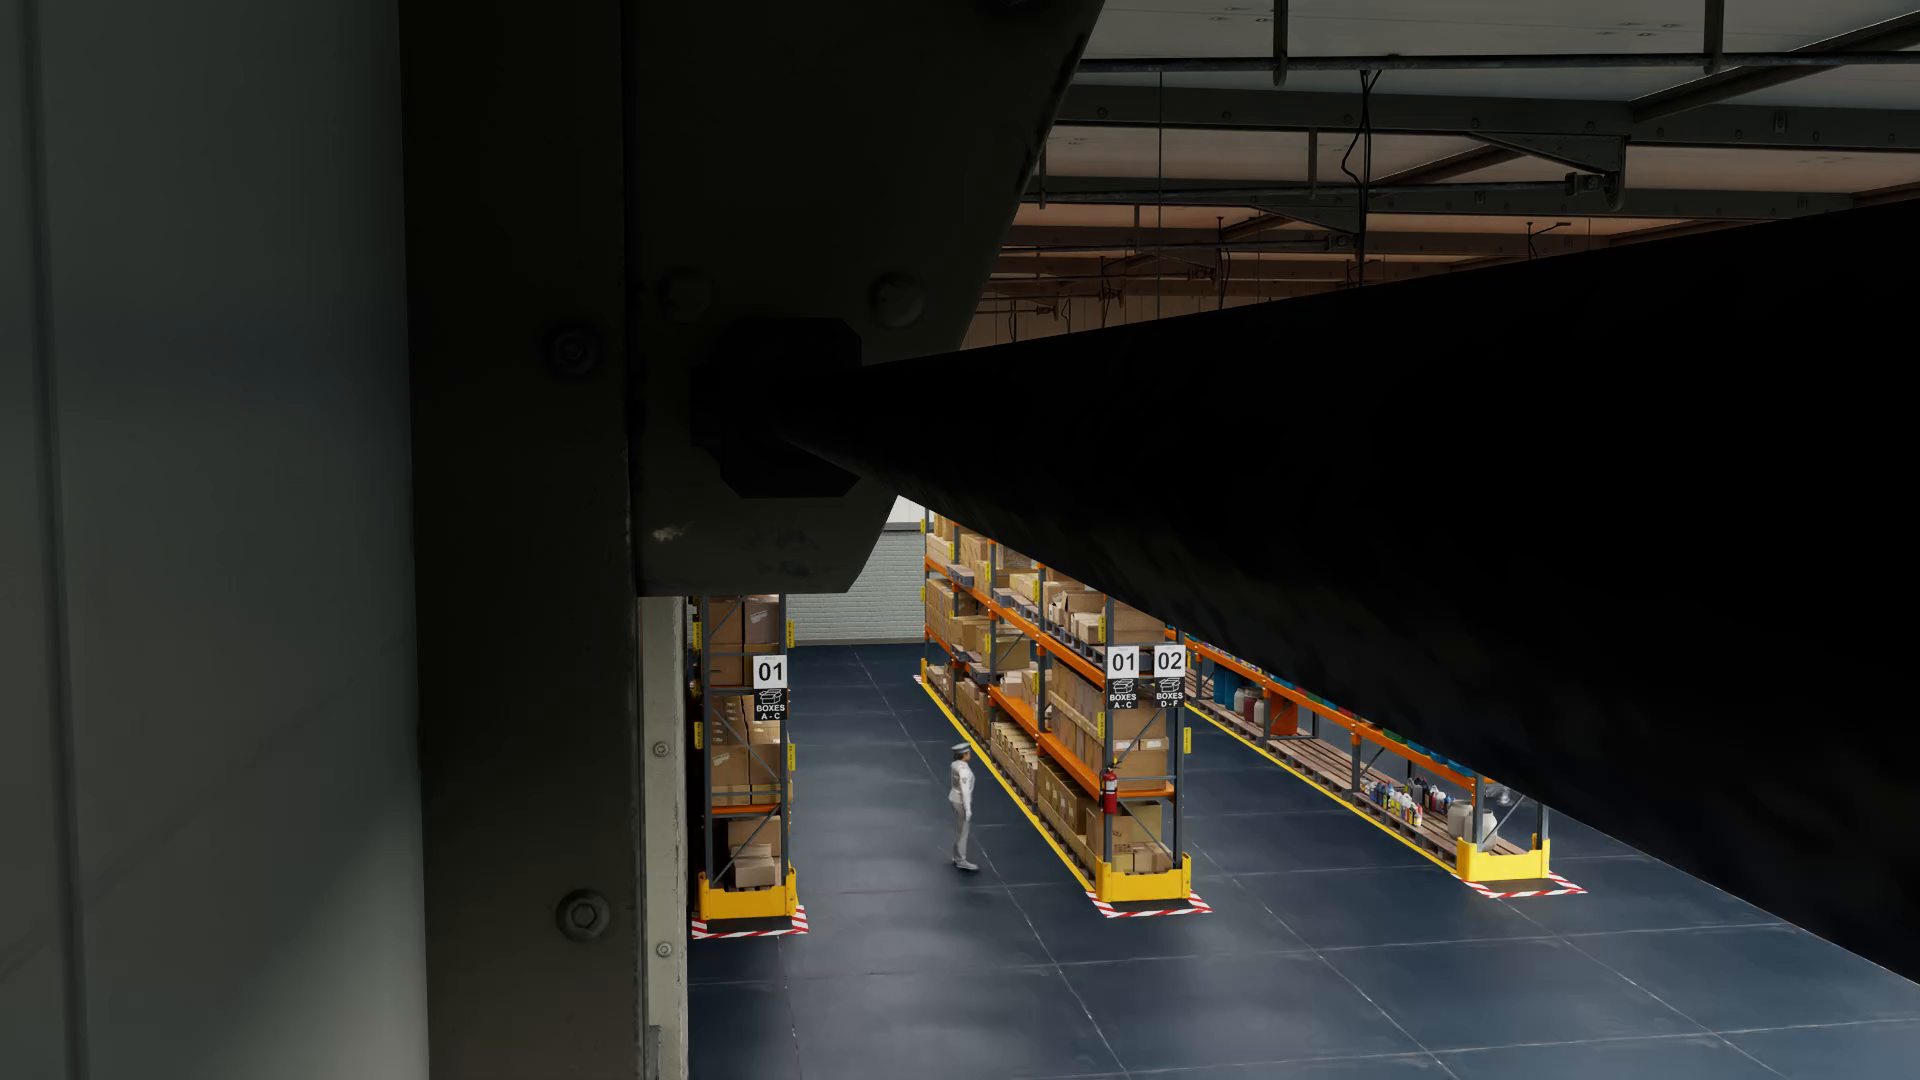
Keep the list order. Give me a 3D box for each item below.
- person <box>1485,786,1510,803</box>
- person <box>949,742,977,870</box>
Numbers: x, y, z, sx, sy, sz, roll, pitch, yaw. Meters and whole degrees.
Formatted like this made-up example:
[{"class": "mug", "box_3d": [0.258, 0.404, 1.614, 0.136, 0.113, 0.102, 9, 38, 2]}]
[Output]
[{"class": "person", "box_3d": [8.378, 3.245, 25.843, 0.366, 1.603, 0.478, -3, 6, -33]}, {"class": "person", "box_3d": [0.031, 3.580, 22.242, 0.341, 1.760, 0.560, -1, 5, -14]}]
